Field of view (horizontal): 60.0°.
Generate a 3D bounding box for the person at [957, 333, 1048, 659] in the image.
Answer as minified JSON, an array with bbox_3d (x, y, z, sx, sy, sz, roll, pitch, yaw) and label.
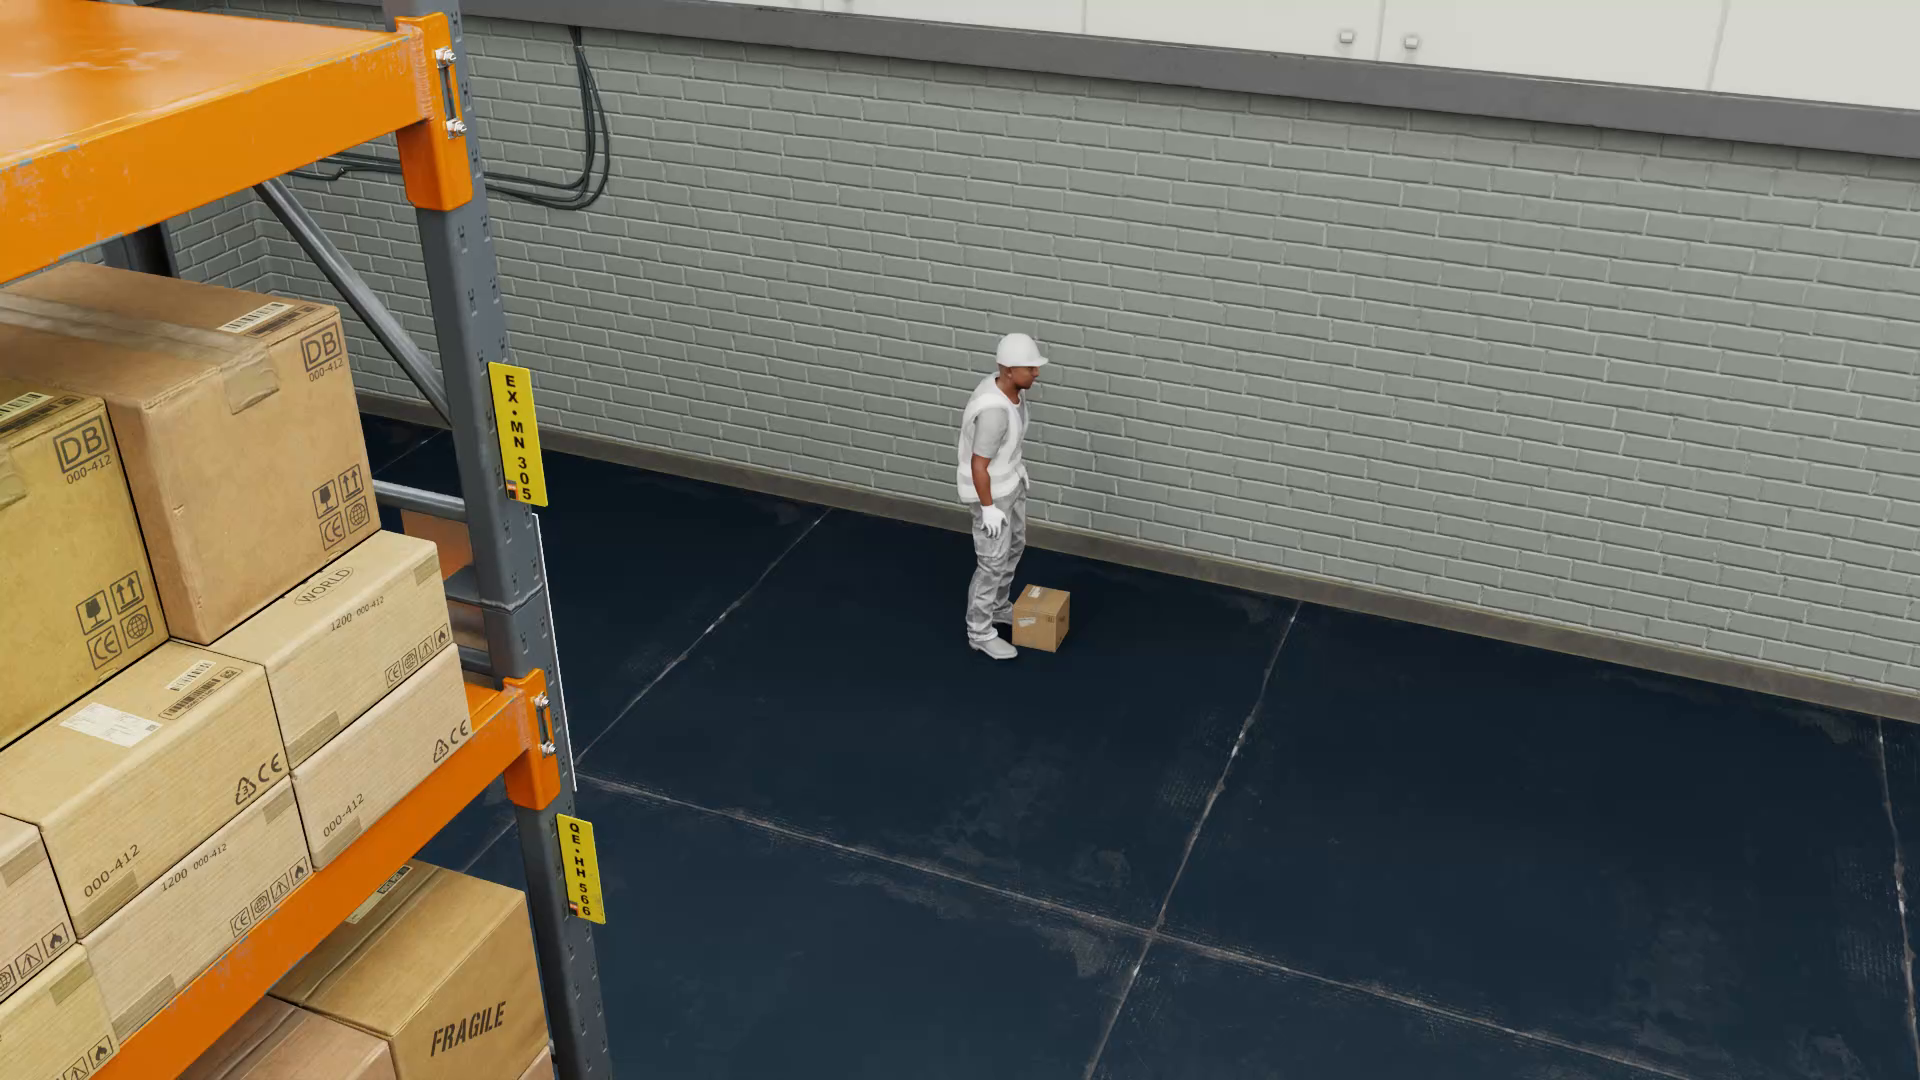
[{"bbox_3d":[0.225,-0.266,8.862,0.449,1.774,0.628,9,31,16],"label":"person"}]
